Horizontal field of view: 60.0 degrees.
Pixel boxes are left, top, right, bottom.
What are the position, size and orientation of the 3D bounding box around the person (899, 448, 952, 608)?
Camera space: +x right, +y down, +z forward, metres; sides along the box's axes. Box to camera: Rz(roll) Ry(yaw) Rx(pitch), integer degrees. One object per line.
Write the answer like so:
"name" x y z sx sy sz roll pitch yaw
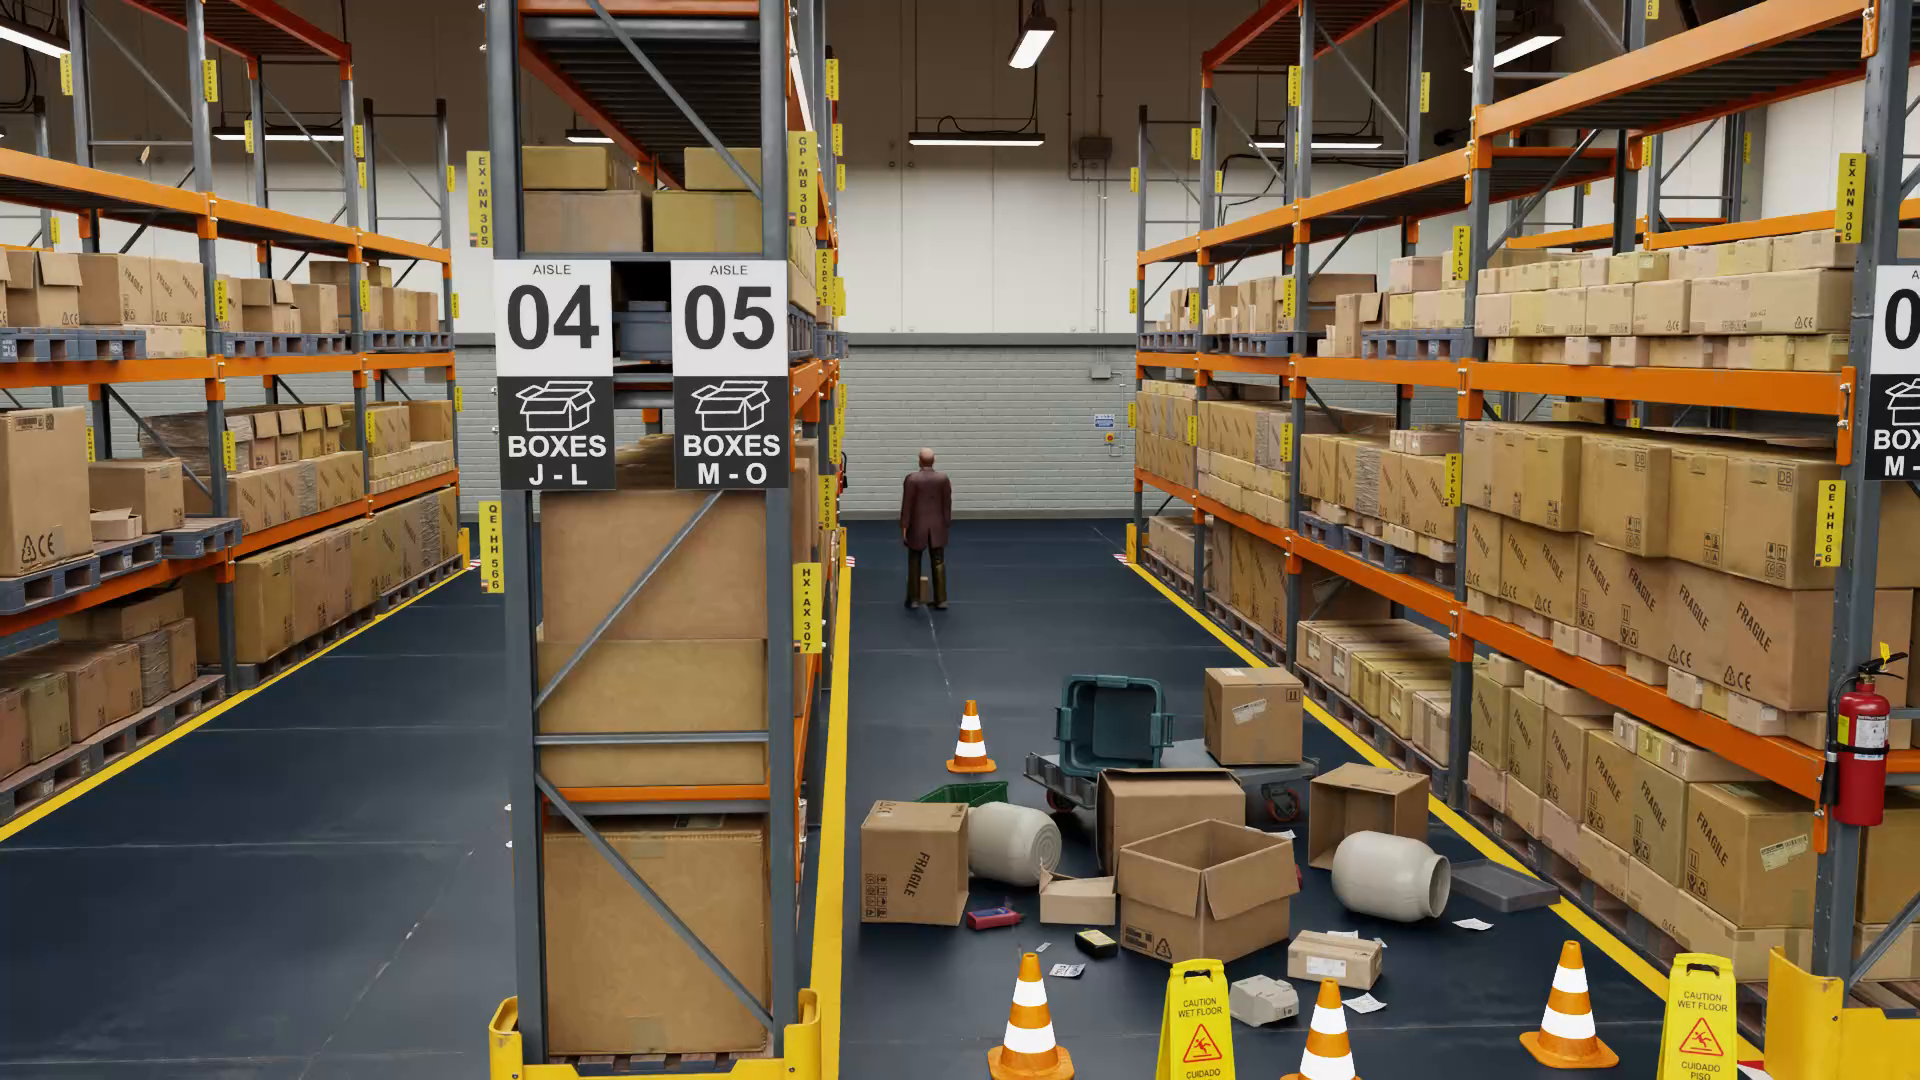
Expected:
"person" -0.399 -0.131 18.468 0.582 1.793 0.533 -1 7 -13
